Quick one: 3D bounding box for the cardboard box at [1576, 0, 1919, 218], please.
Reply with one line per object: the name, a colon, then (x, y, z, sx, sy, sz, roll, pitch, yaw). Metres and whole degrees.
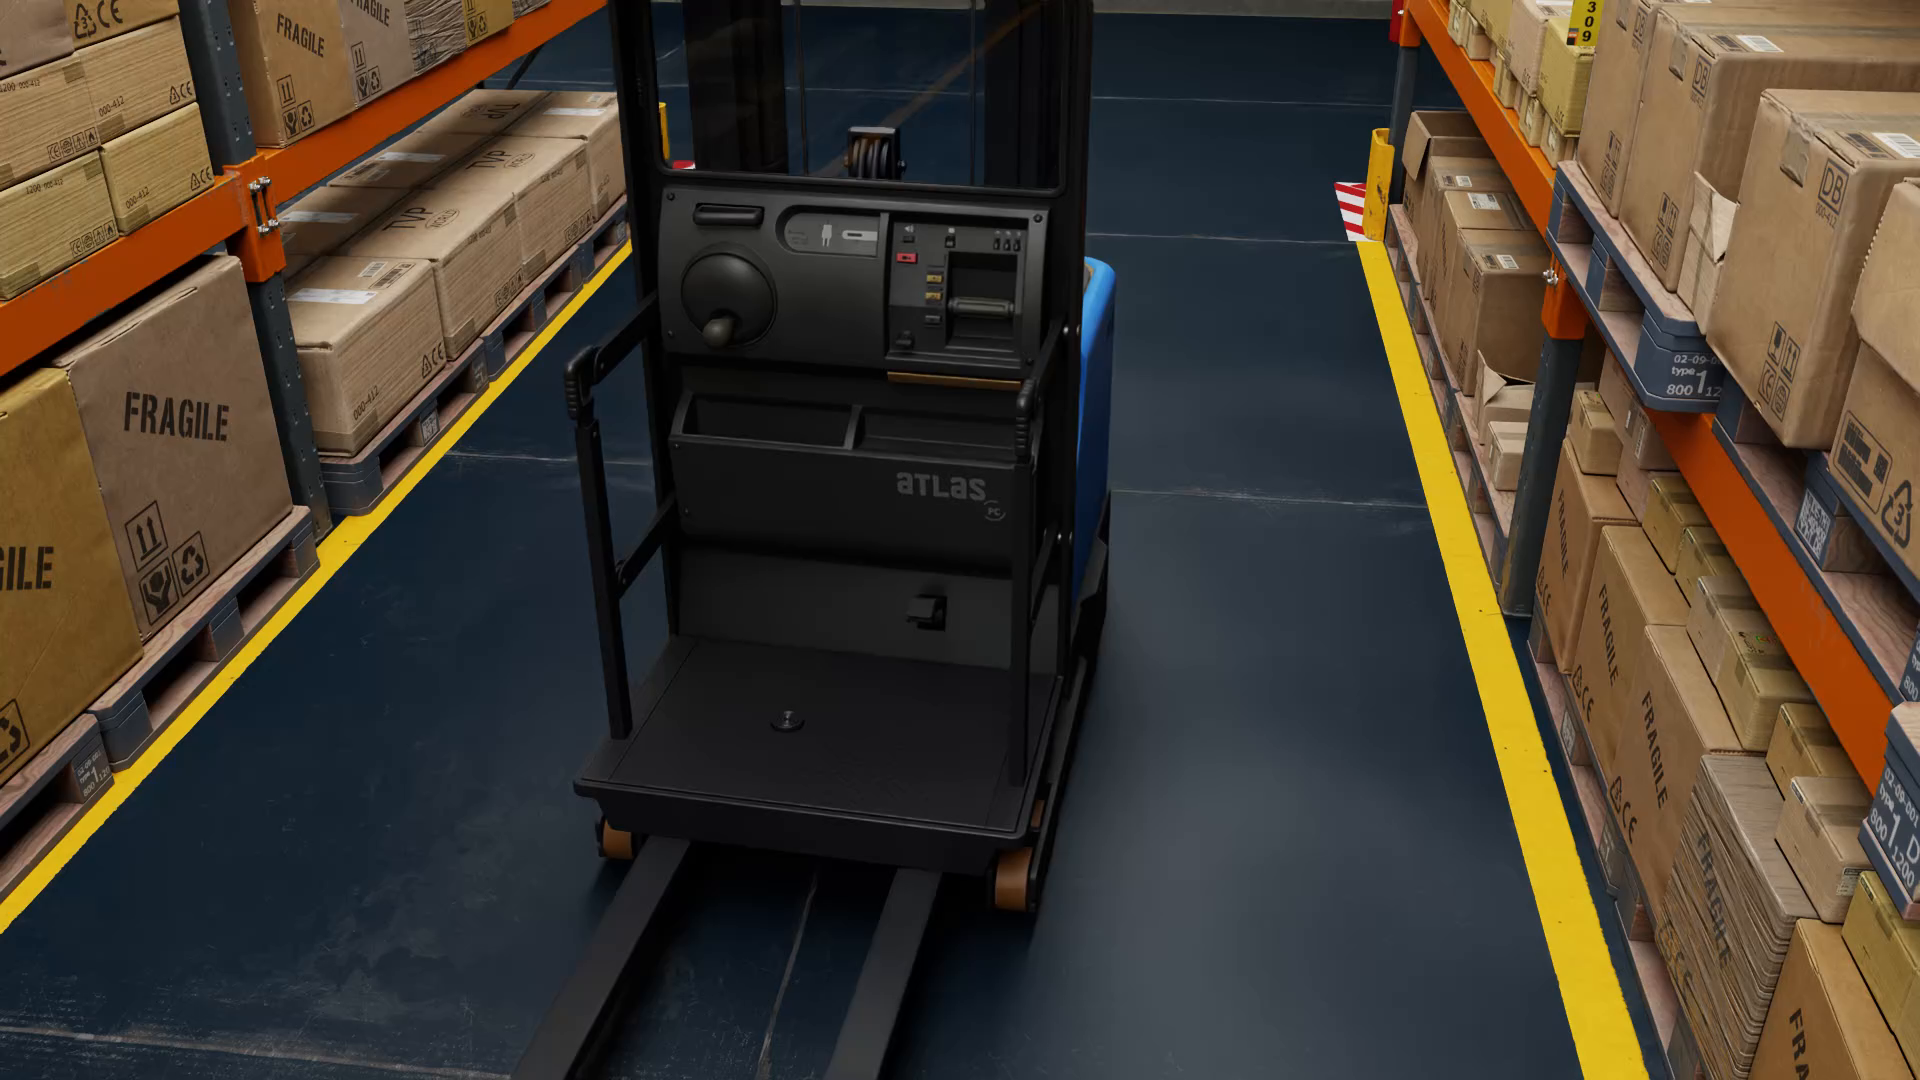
cardboard box: (1.950, -1.087, 4.056, 0.700, 0.500, 0.500, 4, 29, 7)

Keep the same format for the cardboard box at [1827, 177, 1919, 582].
cardboard box: (1.758, -0.199, 2.405, 0.797, 0.503, 0.637, 3, 28, 5)

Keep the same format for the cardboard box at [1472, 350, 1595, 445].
cardboard box: (2.052, -0.501, 5.957, 0.396, 0.266, 0.258, 4, 29, 8)

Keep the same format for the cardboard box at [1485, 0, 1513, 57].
cardboard box: (2.172, -1.862, 5.888, 0.500, 0.250, 0.500, 3, 28, 6)

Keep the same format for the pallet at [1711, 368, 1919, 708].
pallet: (1.975, -0.021, 2.828, 1.003, 0.211, 1.213, 3, 28, 6)

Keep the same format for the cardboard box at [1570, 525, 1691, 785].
cardboard box: (1.893, 0.309, 4.206, 0.500, 0.500, 0.500, 3, 28, 6)

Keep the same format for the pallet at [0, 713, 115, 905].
pallet: (-2.862, 0.812, 4.020, 1.003, 0.211, 1.213, 3, 28, 6)

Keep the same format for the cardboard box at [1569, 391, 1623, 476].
cardboard box: (1.923, -0.289, 4.633, 0.380, 0.149, 0.250, 5, 29, 9)

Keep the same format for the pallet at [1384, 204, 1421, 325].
pallet: (2.615, -1.316, 7.971, 1.003, 0.211, 1.213, 3, 28, 6)

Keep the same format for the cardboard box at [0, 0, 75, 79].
cardboard box: (-2.557, -1.374, 3.979, 0.500, 0.500, 0.500, 4, 29, 7)

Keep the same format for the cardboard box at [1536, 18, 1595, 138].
cardboard box: (2.052, -1.391, 5.014, 0.500, 0.250, 0.500, 4, 29, 7)

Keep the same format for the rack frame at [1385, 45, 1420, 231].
rack frame: (2.721, -2.955, 8.073, 1.000, 3.000, 0.127, 3, 28, 6)

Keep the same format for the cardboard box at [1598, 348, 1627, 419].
cardboard box: (1.983, -0.416, 4.555, 0.380, 0.149, 0.250, 3, 28, 5)

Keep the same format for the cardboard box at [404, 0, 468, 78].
cardboard box: (-2.245, -2.079, 6.341, 0.500, 0.500, 0.500, 4, 29, 7)

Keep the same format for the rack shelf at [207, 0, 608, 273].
rack shelf: (-2.450, -1.984, 7.028, 1.077, 0.370, 4.000, 3, 28, 6)

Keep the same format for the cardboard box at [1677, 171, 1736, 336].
cardboard box: (1.680, -0.566, 3.338, 0.396, 0.266, 0.258, 5, 29, 9)

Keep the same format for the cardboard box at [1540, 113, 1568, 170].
cardboard box: (2.030, -1.250, 5.173, 0.380, 0.149, 0.250, 4, 29, 8)

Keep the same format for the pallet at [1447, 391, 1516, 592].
pallet: (2.316, -0.168, 5.839, 1.003, 0.211, 1.213, 3, 28, 6)

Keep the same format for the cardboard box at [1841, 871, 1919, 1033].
cardboard box: (1.736, 0.703, 2.792, 0.380, 0.149, 0.250, 3, 28, 5)

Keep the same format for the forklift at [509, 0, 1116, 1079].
forklift: (-0.298, -0.573, 3.723, 1.130, 2.935, 3.031, 5, 29, 10)

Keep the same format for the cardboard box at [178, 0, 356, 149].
cardboard box: (-2.378, -1.609, 5.468, 0.500, 0.500, 0.500, 4, 29, 8)

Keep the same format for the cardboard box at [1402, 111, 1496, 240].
cardboard box: (2.552, -1.759, 8.041, 0.797, 0.503, 0.637, 2, 28, 4)

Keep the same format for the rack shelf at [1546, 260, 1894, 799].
rack shelf: (1.986, 0.186, 3.001, 1.077, 0.370, 4.000, 3, 28, 6)

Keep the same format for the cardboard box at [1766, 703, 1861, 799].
cardboard box: (1.821, 0.458, 3.246, 0.380, 0.149, 0.250, 3, 29, 6)

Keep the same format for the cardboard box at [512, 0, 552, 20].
cardboard box: (-2.131, -2.565, 7.244, 0.500, 0.500, 0.500, 4, 29, 8)

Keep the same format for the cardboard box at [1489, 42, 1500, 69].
cardboard box: (2.226, -1.852, 6.290, 0.380, 0.149, 0.250, 3, 28, 6)

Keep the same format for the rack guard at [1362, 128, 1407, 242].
rack guard: (2.712, -1.819, 8.599, 1.175, 0.500, 0.348, 3, 28, 6)

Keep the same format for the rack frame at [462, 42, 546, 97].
rack frame: (-2.205, -3.242, 8.605, 1.000, 3.000, 0.127, 3, 28, 6)

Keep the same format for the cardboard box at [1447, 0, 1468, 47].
cardboard box: (2.202, -2.102, 6.754, 0.380, 0.149, 0.250, 3, 28, 5)

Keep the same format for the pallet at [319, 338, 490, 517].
pallet: (-2.525, -0.485, 6.427, 1.003, 0.211, 1.213, 3, 28, 6)

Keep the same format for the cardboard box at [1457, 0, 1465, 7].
cardboard box: (2.278, -2.346, 6.787, 0.500, 0.250, 0.500, 3, 28, 5)

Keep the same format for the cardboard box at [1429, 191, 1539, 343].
cardboard box: (2.245, -1.114, 6.848, 0.500, 0.500, 0.500, 4, 29, 7)

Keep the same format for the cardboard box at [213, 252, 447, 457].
cardboard box: (-2.512, -0.705, 6.155, 0.875, 0.438, 0.875, 3, 28, 5)

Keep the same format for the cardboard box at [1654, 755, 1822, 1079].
cardboard box: (1.758, 0.788, 3.318, 0.500, 0.500, 0.500, 2, 28, 4)

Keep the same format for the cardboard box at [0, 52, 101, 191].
cardboard box: (-2.562, -1.056, 4.178, 0.500, 0.250, 0.500, 4, 29, 7)

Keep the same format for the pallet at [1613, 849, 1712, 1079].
pallet: (2.022, 1.116, 3.456, 1.003, 0.211, 1.213, 3, 28, 6)

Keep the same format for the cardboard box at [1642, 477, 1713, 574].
cardboard box: (1.946, -0.033, 4.157, 0.380, 0.149, 0.250, 2, 28, 4)

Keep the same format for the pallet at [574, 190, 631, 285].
pallet: (-2.226, -1.633, 8.559, 1.003, 0.211, 1.213, 3, 28, 6)

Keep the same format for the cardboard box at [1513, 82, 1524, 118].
cardboard box: (2.097, -1.496, 5.629, 0.380, 0.149, 0.250, 4, 29, 8)

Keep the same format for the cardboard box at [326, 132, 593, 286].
cardboard box: (-2.291, -1.551, 7.725, 0.875, 0.438, 0.875, 4, 29, 8)

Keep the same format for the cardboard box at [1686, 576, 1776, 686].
cardboard box: (1.858, 0.213, 3.701, 0.380, 0.149, 0.250, 3, 28, 6)

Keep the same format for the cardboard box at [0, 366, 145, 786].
cardboard box: (-2.795, 0.114, 4.174, 0.875, 0.875, 0.875, 4, 29, 8)

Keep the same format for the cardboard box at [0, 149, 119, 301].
cardboard box: (-2.564, -0.828, 4.282, 0.500, 0.250, 0.500, 3, 28, 5)
